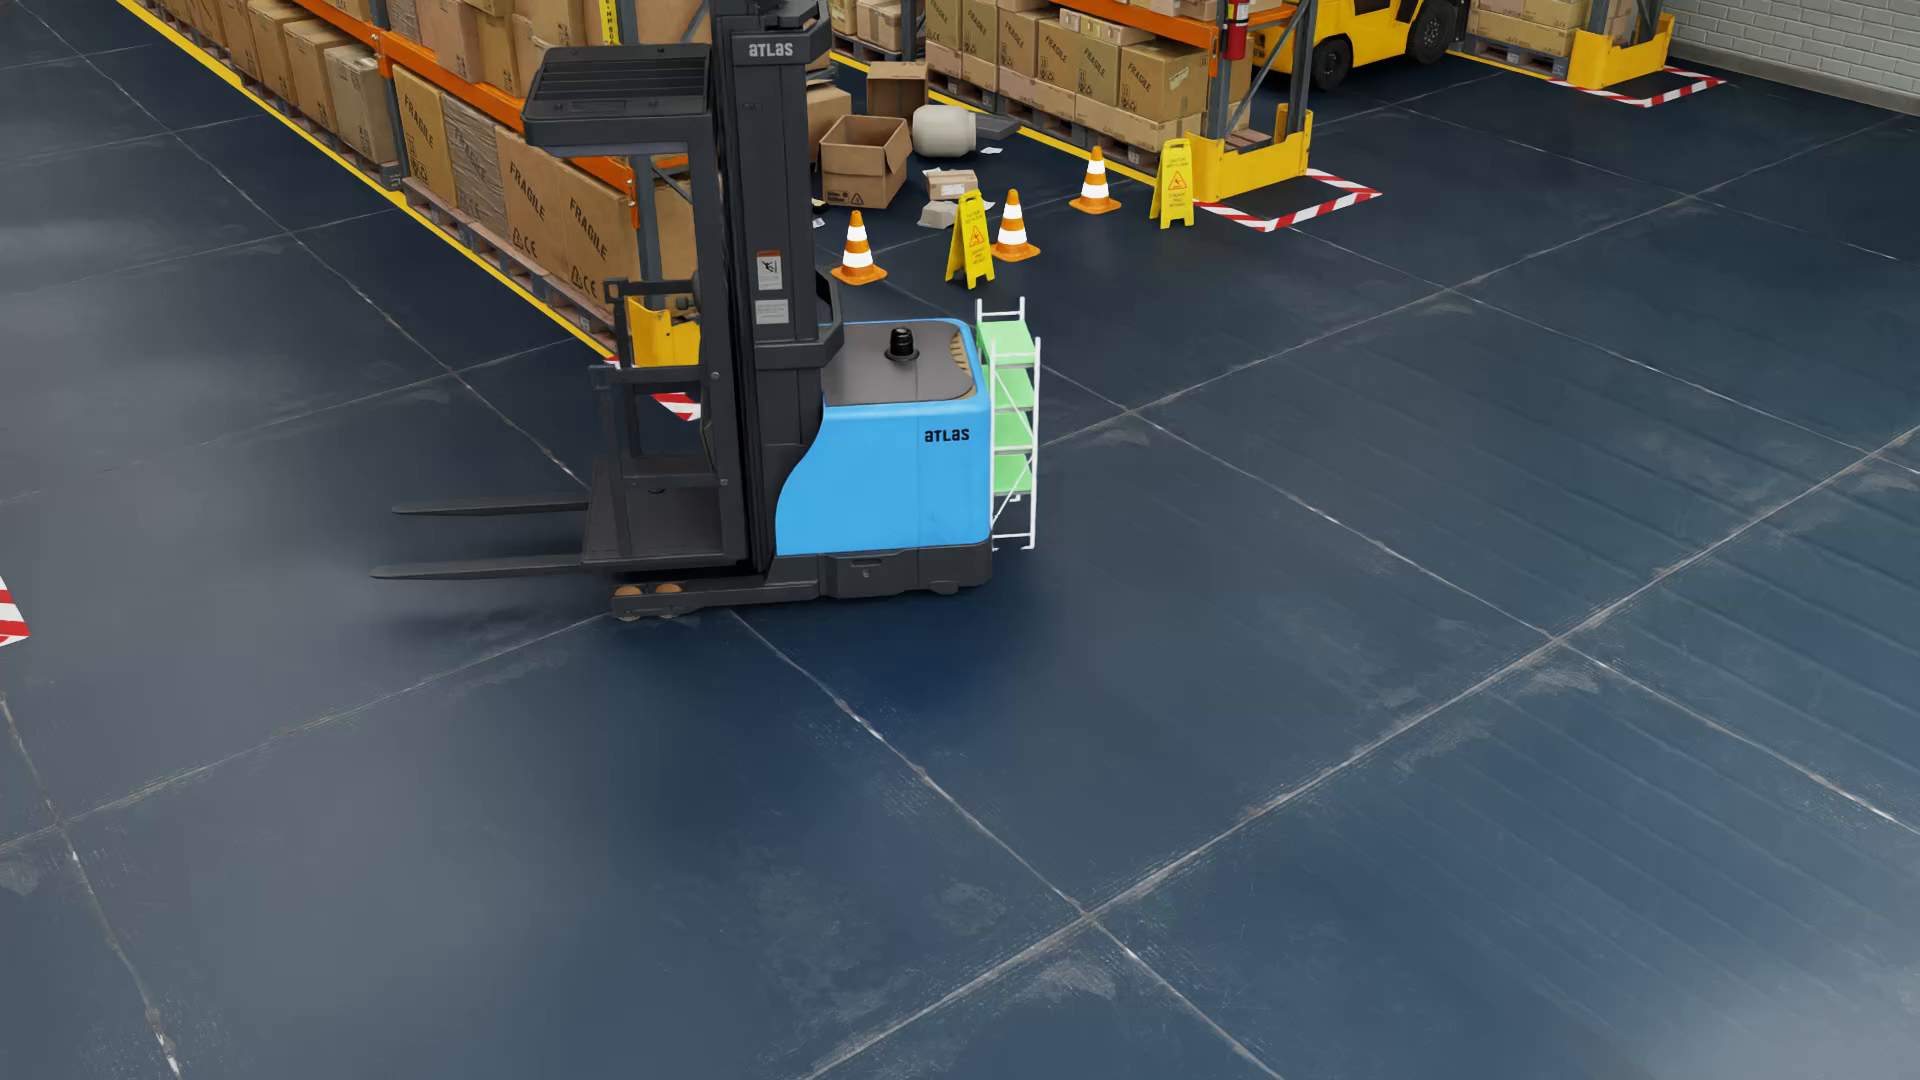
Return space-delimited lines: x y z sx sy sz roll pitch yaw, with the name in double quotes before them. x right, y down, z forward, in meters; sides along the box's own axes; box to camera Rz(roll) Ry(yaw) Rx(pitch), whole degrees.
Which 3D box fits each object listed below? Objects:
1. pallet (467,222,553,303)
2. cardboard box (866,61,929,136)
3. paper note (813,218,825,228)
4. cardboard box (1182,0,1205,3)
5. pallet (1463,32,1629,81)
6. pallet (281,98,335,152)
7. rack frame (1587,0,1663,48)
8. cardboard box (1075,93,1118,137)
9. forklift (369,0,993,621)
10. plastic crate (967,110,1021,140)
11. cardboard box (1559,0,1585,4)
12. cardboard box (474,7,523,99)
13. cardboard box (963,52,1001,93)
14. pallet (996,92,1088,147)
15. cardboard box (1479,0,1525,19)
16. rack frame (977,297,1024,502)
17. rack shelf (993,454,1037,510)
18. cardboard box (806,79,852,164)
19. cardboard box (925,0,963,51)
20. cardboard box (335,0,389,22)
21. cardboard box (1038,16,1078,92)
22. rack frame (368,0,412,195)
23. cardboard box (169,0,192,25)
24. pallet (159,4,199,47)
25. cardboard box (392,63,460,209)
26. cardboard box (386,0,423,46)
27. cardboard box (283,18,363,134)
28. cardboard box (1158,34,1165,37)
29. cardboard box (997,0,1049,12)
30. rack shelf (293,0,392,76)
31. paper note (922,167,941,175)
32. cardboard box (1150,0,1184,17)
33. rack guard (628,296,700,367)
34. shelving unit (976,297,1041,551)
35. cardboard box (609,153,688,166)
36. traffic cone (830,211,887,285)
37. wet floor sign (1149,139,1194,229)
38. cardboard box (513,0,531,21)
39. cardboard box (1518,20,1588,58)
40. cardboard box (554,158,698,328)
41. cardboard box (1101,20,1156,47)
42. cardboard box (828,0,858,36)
"pallet" -2.809 -2.108 11.944 1.003 0.211 1.213 -22 38 -31
"cardboard box" -0.536 -3.840 14.456 0.500 0.500 0.500 1 32 2
"paper note" -1.108 -2.400 12.587 0.144 0.017 0.142 -10 33 -15
"cardboard box" 1.784 -4.426 12.657 0.500 0.500 0.500 -23 39 -32
"pallet" 5.752 -4.848 16.356 1.003 0.211 1.213 -22 38 -31
"pallet" -5.251 -3.765 14.612 1.003 0.211 1.213 -22 38 -31
"rack frame" 6.254 -5.728 15.129 1.000 3.000 0.127 -22 38 -31
"cardboard box" 1.315 -3.599 13.910 0.500 0.250 0.500 -22 38 -31
"forklift" -1.393 -1.146 7.818 3.031 2.935 1.130 -3 32 -6
"plastic crate" 0.197 -3.627 14.515 0.583 0.080 0.402 18 36 27
"cardboard box" 5.725 -5.254 15.627 0.500 0.250 0.500 -21 37 -30
"cardboard box" -2.733 -3.384 11.213 0.875 0.550 0.500 -22 38 -31
"cardboard box" 0.367 -4.246 14.951 0.500 0.250 0.500 -20 37 -29
"pallet" 1.074 -3.825 14.709 1.003 0.211 1.213 -22 38 -31
"cardboard box" 5.409 -5.265 16.118 0.500 0.250 0.500 -23 38 -32
"rack frame" 0.208 -0.718 8.769 0.240 1.200 0.015 -4 32 -6
"rack shelf" 0.238 -0.332 8.724 0.258 0.148 0.480 -4 32 -6
"cardboard box" -1.322 -3.417 13.647 0.797 0.637 0.503 -22 38 -31
"cardboard box" 0.031 -4.783 15.105 0.500 0.500 0.500 -20 37 -29
"cardboard box" -4.497 -4.317 12.763 0.500 0.500 0.500 -23 38 -32
"cardboard box" 1.011 -4.128 14.050 0.500 0.500 0.500 -23 39 -32
"rack frame" -3.966 -4.144 12.579 1.000 3.000 0.127 -22 38 -31
"cardboard box" -7.682 -5.550 16.814 0.500 0.500 0.500 -24 39 -33
"pallet" -7.641 -5.460 17.342 1.003 0.211 1.213 -22 38 -31
"cardboard box" -3.636 -3.135 12.570 0.875 0.875 0.875 -22 38 -31
"cardboard box" -3.730 -4.058 12.298 0.875 0.550 0.550 -22 38 -31
"cardboard box" -5.006 -3.999 14.080 1.050 0.750 0.750 -22 38 -31
"cardboard box" 1.720 -4.101 14.007 0.500 0.500 0.500 -24 39 -33
"cardboard box" 0.544 -4.662 14.296 0.380 0.149 0.250 -20 37 -29
"rack shelf" -5.193 -4.672 14.111 1.077 0.370 4.000 -22 38 -31
"paper note" -0.220 -3.007 13.573 0.148 0.019 0.142 -10 33 -15
"cardboard box" 1.694 -4.170 12.859 0.380 0.149 0.250 -23 38 -32
"rack guard" -1.498 -1.405 10.538 1.175 0.500 0.348 -22 38 -31
"shelving unit" 0.238 -0.591 8.564 0.258 1.200 0.503 -4 32 -6
"cardboard box" -1.777 -2.680 10.080 0.875 0.550 0.550 -22 38 -31
"traffic cone" -0.717 -2.080 11.660 0.336 0.463 0.334 -22 38 -31
"wet floor sign" 1.606 -2.695 12.477 0.267 0.644 0.232 -10 33 -15
"cardboard box" -2.356 -3.643 10.607 0.875 0.550 0.550 -22 38 -31
"cardboard box" 5.716 -4.832 15.895 0.500 0.250 0.500 -22 38 -31
"cardboard box" -1.981 -2.014 10.765 0.875 0.875 0.875 -22 38 -31
"cardboard box" 1.360 -4.106 13.400 0.380 0.149 0.250 -21 38 -30
"cardboard box" -0.885 -5.366 16.639 0.950 0.372 0.625 -20 37 -29
